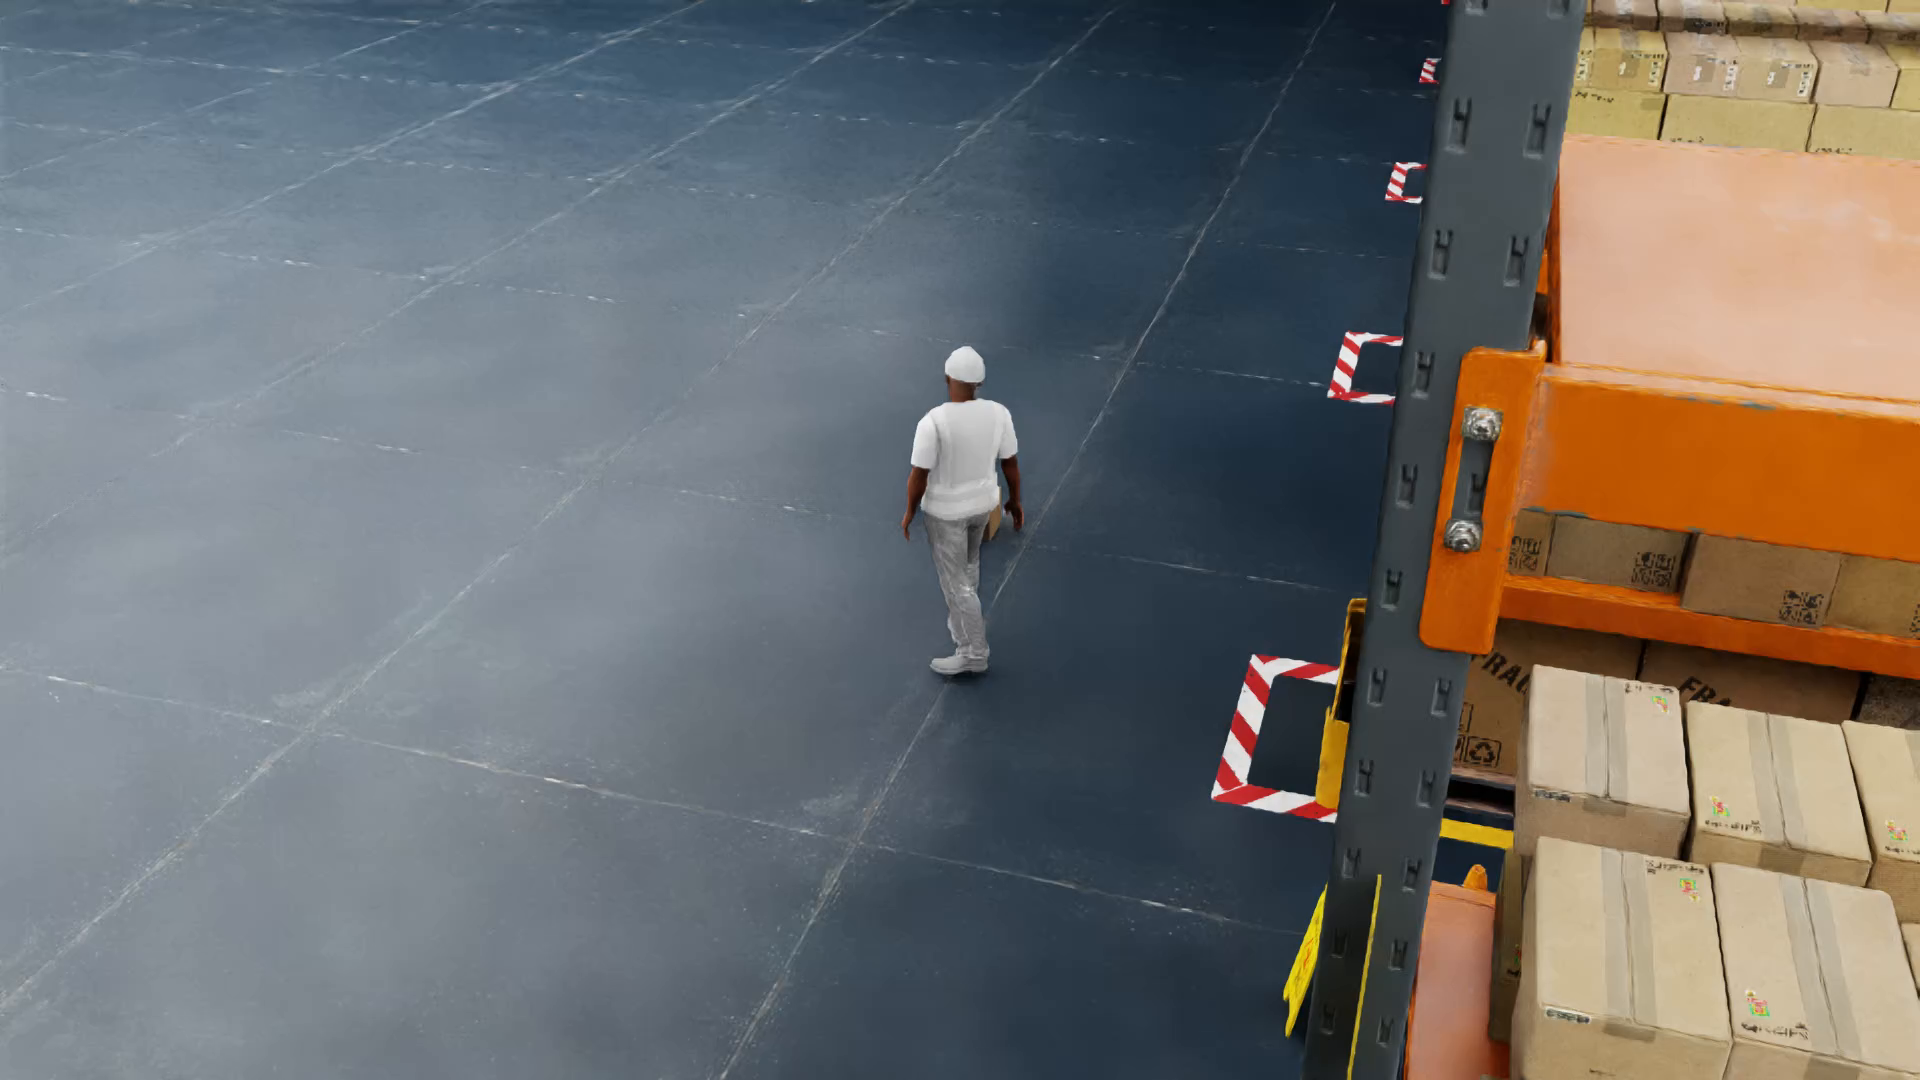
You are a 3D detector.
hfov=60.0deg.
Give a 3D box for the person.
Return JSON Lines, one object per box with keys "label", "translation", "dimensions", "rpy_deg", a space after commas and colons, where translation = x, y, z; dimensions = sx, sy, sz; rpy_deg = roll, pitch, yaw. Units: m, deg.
{"label": "person", "translation": [0.029, -0.171, 8.799], "dimensions": [0.655, 1.754, 0.630], "rpy_deg": [-16, 33, -27]}
